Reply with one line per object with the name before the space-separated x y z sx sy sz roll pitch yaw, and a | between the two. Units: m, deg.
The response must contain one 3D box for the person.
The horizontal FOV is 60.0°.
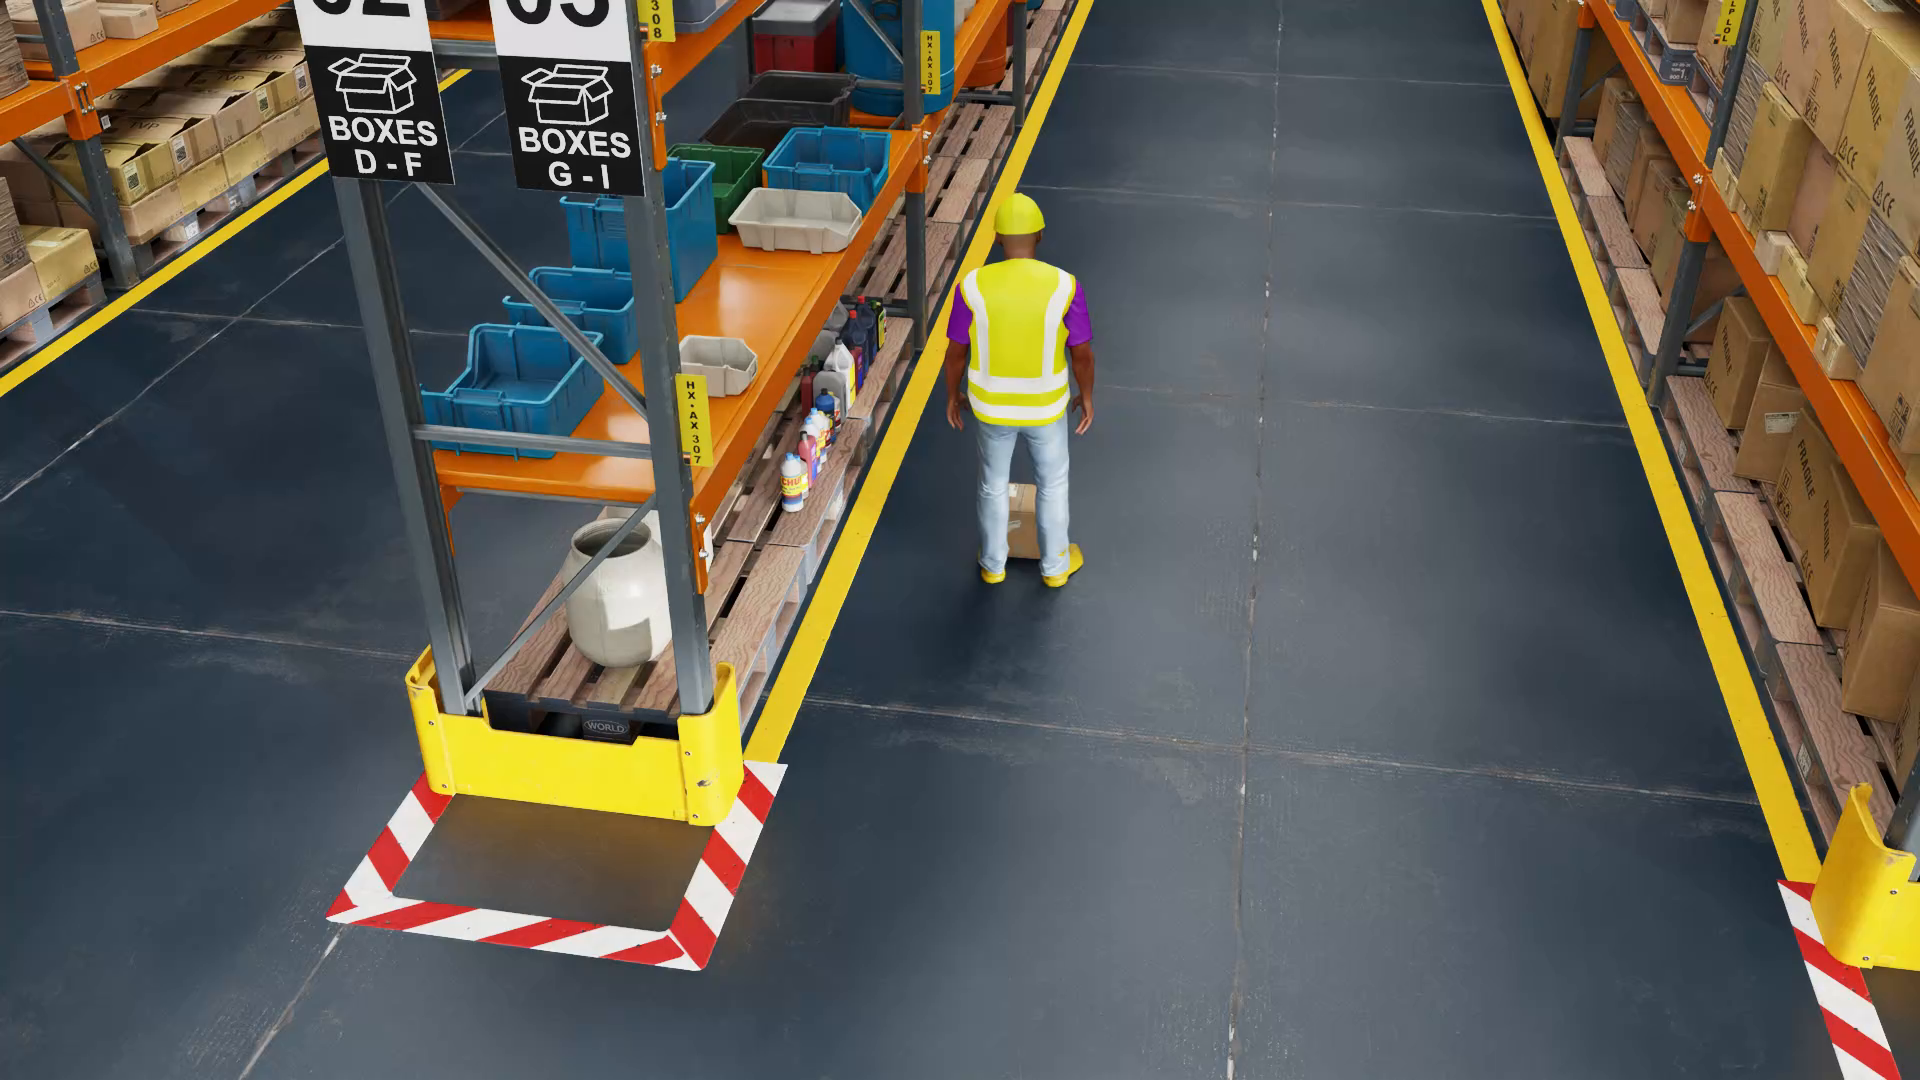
person | 0.255 -0.607 7.084 0.634 1.760 0.460 3 32 5
